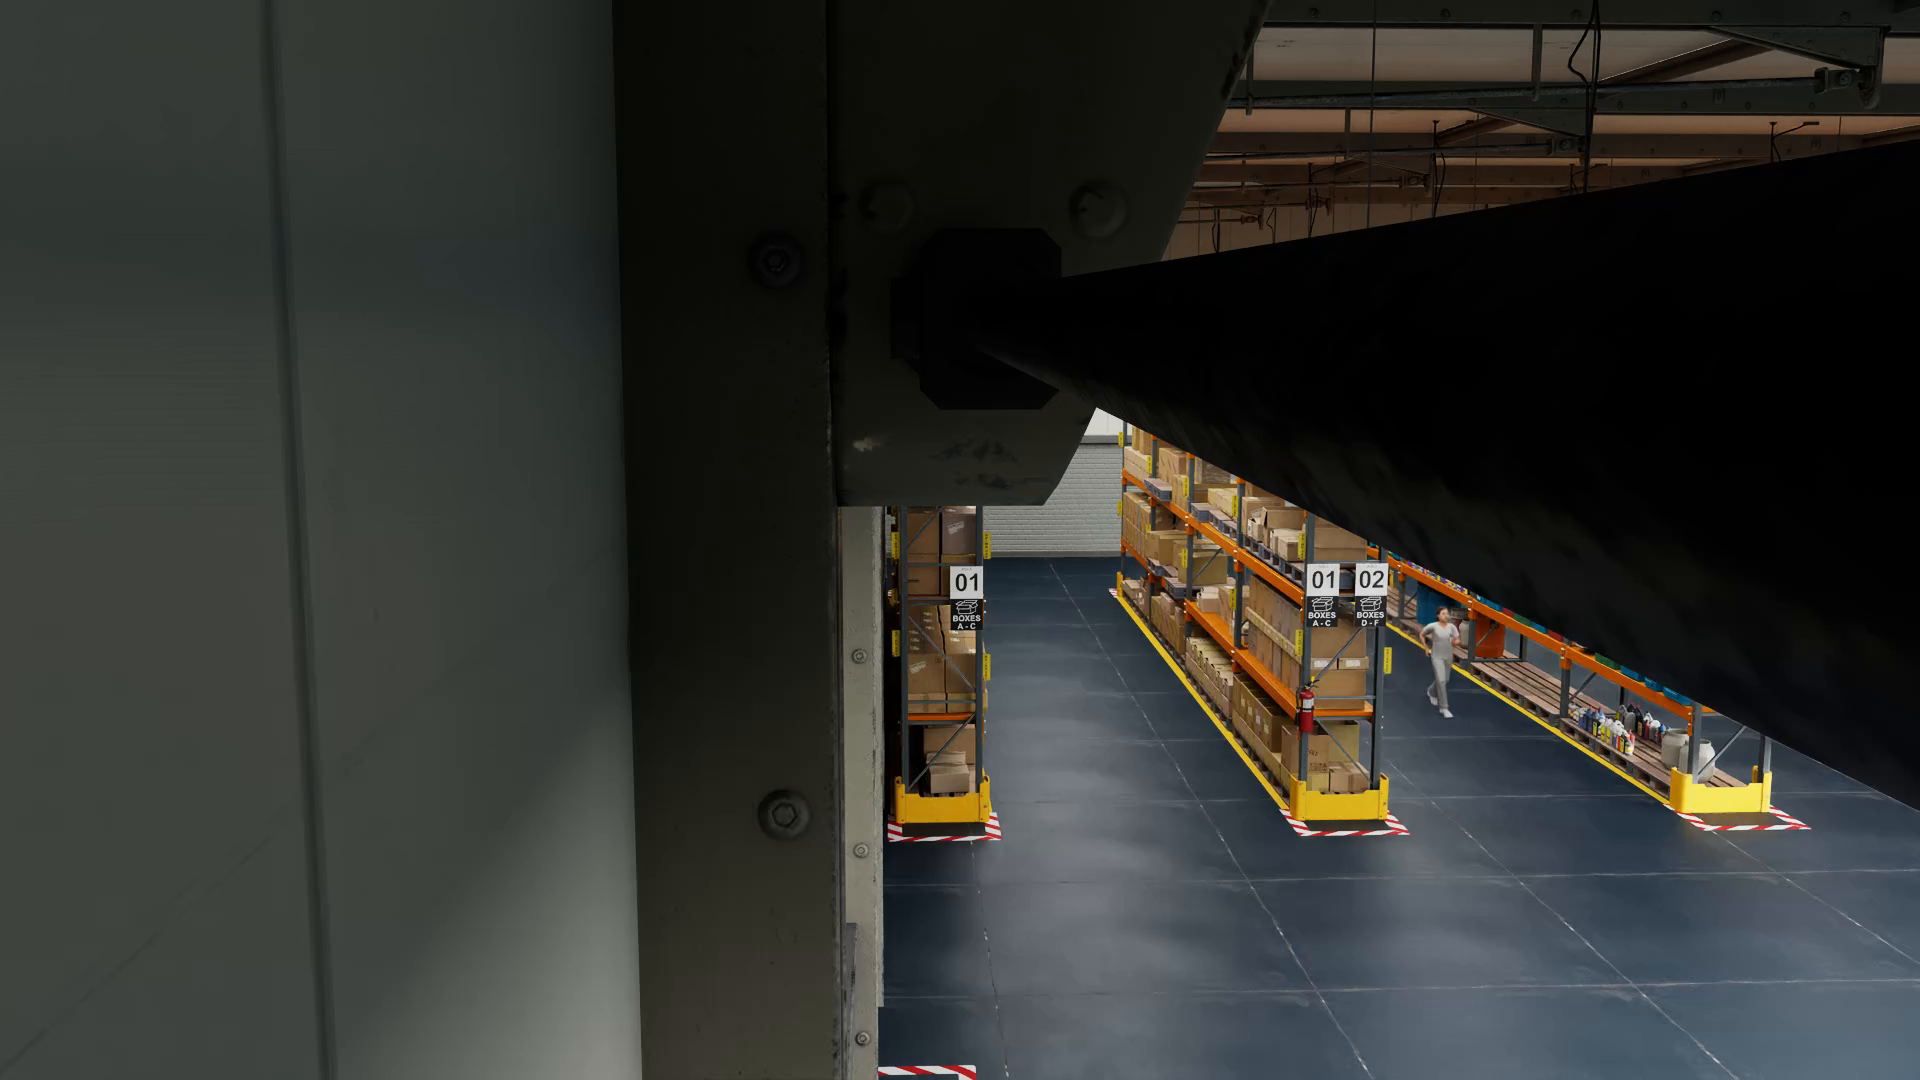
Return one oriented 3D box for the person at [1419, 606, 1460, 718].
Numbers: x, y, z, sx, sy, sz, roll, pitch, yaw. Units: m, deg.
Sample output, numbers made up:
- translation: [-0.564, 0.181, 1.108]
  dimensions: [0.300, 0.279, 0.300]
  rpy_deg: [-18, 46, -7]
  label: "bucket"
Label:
- translation: [7.490, 1.849, 25.890]
  dimensions: [0.560, 1.665, 0.960]
  rpy_deg: [-2, 8, -12]
  label: "person"
